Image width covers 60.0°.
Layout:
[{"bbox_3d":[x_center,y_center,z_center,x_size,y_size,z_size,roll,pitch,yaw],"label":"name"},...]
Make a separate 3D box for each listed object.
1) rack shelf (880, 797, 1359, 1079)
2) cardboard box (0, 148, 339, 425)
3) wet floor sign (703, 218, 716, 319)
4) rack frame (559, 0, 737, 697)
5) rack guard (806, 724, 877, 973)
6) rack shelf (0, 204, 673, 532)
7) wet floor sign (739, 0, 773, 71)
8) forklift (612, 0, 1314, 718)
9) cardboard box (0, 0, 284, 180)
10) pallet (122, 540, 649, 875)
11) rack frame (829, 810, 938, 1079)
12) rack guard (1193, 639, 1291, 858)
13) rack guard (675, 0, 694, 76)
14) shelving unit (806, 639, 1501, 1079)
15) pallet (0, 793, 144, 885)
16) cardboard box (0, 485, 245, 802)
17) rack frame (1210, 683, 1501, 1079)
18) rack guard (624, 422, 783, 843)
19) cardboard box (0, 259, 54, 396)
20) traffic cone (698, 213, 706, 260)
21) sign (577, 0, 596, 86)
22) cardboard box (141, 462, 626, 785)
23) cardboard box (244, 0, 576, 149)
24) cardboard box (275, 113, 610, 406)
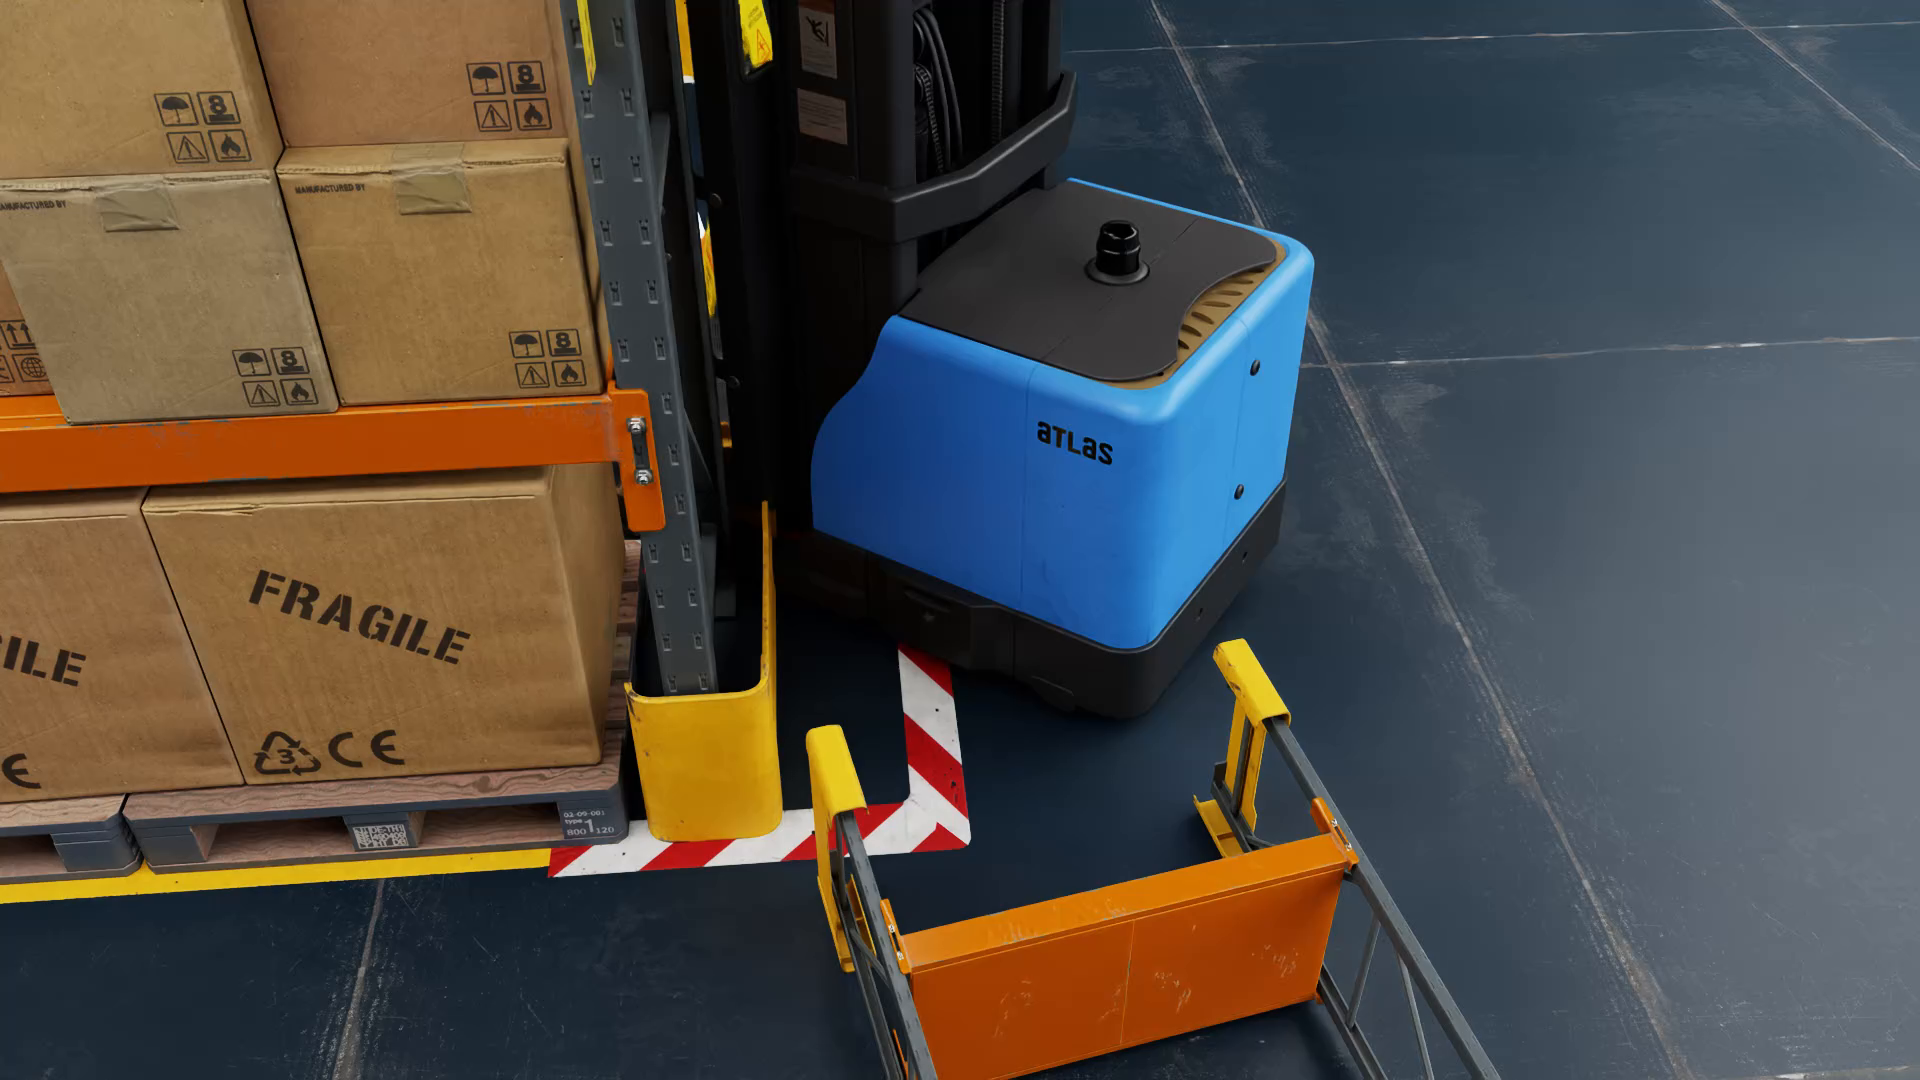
[{"bbox_3d":[0.338,0.907,3.637,1.000,0.538,0.185,-11,41,-12],"label":"rack shelf"},{"bbox_3d":[-1.618,-0.733,3.637,0.550,0.550,0.875,-3,38,-4],"label":"cardboard box"},{"bbox_3d":[-0.853,-1.065,6.079,0.232,0.644,0.267,-9,39,-12],"label":"wet floor sign"},{"bbox_3d":[-0.706,-0.766,3.800,0.127,3.000,1.000,-3,38,-4],"label":"rack frame"},{"bbox_3d":[-0.273,0.722,3.853,0.087,0.587,0.250,-11,41,-12],"label":"rack guard"},{"bbox_3d":[-2.698,-0.374,3.883,4.000,0.370,1.077,-3,38,-4],"label":"rack shelf"},{"bbox_3d":[-0.961,-2.241,7.569,0.232,0.644,0.267,9,39,12],"label":"wet floor sign"},{"bbox_3d":[-0.535,-1.356,4.603,3.031,2.935,1.130,21,43,25],"label":"forklift"},{"bbox_3d":[-1.619,-1.166,3.313,0.550,0.550,0.875,-3,38,-4],"label":"cardboard box"},{"bbox_3d":[-1.496,0.421,4.547,1.213,0.211,1.003,-3,38,-4],"label":"pallet"},{"bbox_3d":[-0.099,1.110,3.396,0.032,0.500,1.500,-11,41,-12],"label":"rack frame"},{"bbox_3d":[0.683,0.542,4.067,0.087,0.587,0.250,-11,41,-12],"label":"rack guard"},{"bbox_3d":[-1.321,-2.829,8.432,0.348,0.500,1.175,-3,38,-4],"label":"rack guard"},{"bbox_3d":[0.380,1.020,3.503,1.083,0.587,1.500,-11,41,-12],"label":"shelving unit"},{"bbox_3d":[-2.708,0.486,4.464,1.213,0.211,1.003,-3,38,-4],"label":"pallet"},{"bbox_3d":[-2.252,0.031,4.166,0.875,0.875,0.875,-4,38,-5],"label":"cardboard box"},{"bbox_3d":[0.877,0.926,3.614,0.032,0.500,1.500,-11,41,-12],"label":"rack frame"},{"bbox_3d":[-0.682,0.214,4.576,0.348,0.500,1.175,-3,38,-4],"label":"rack guard"},{"bbox_3d":[-2.186,-0.780,3.696,0.550,0.550,0.875,-3,38,-4],"label":"cardboard box"},{"bbox_3d":[-1.122,-1.333,6.566,0.334,0.463,0.336,-3,38,-4],"label":"traffic cone"},{"bbox_3d":[-0.672,-0.978,2.942,0.005,0.325,0.100,-3,38,-4],"label":"sign"},{"bbox_3d":[-1.376,-0.019,4.229,0.875,0.875,0.875,-3,38,-4],"label":"cardboard box"},{"bbox_3d":[-1.079,-1.253,3.423,0.550,0.550,0.875,-3,38,-4],"label":"cardboard box"},{"bbox_3d":[-1.072,-0.777,3.692,0.550,0.550,0.875,-3,38,-4],"label":"cardboard box"}]
